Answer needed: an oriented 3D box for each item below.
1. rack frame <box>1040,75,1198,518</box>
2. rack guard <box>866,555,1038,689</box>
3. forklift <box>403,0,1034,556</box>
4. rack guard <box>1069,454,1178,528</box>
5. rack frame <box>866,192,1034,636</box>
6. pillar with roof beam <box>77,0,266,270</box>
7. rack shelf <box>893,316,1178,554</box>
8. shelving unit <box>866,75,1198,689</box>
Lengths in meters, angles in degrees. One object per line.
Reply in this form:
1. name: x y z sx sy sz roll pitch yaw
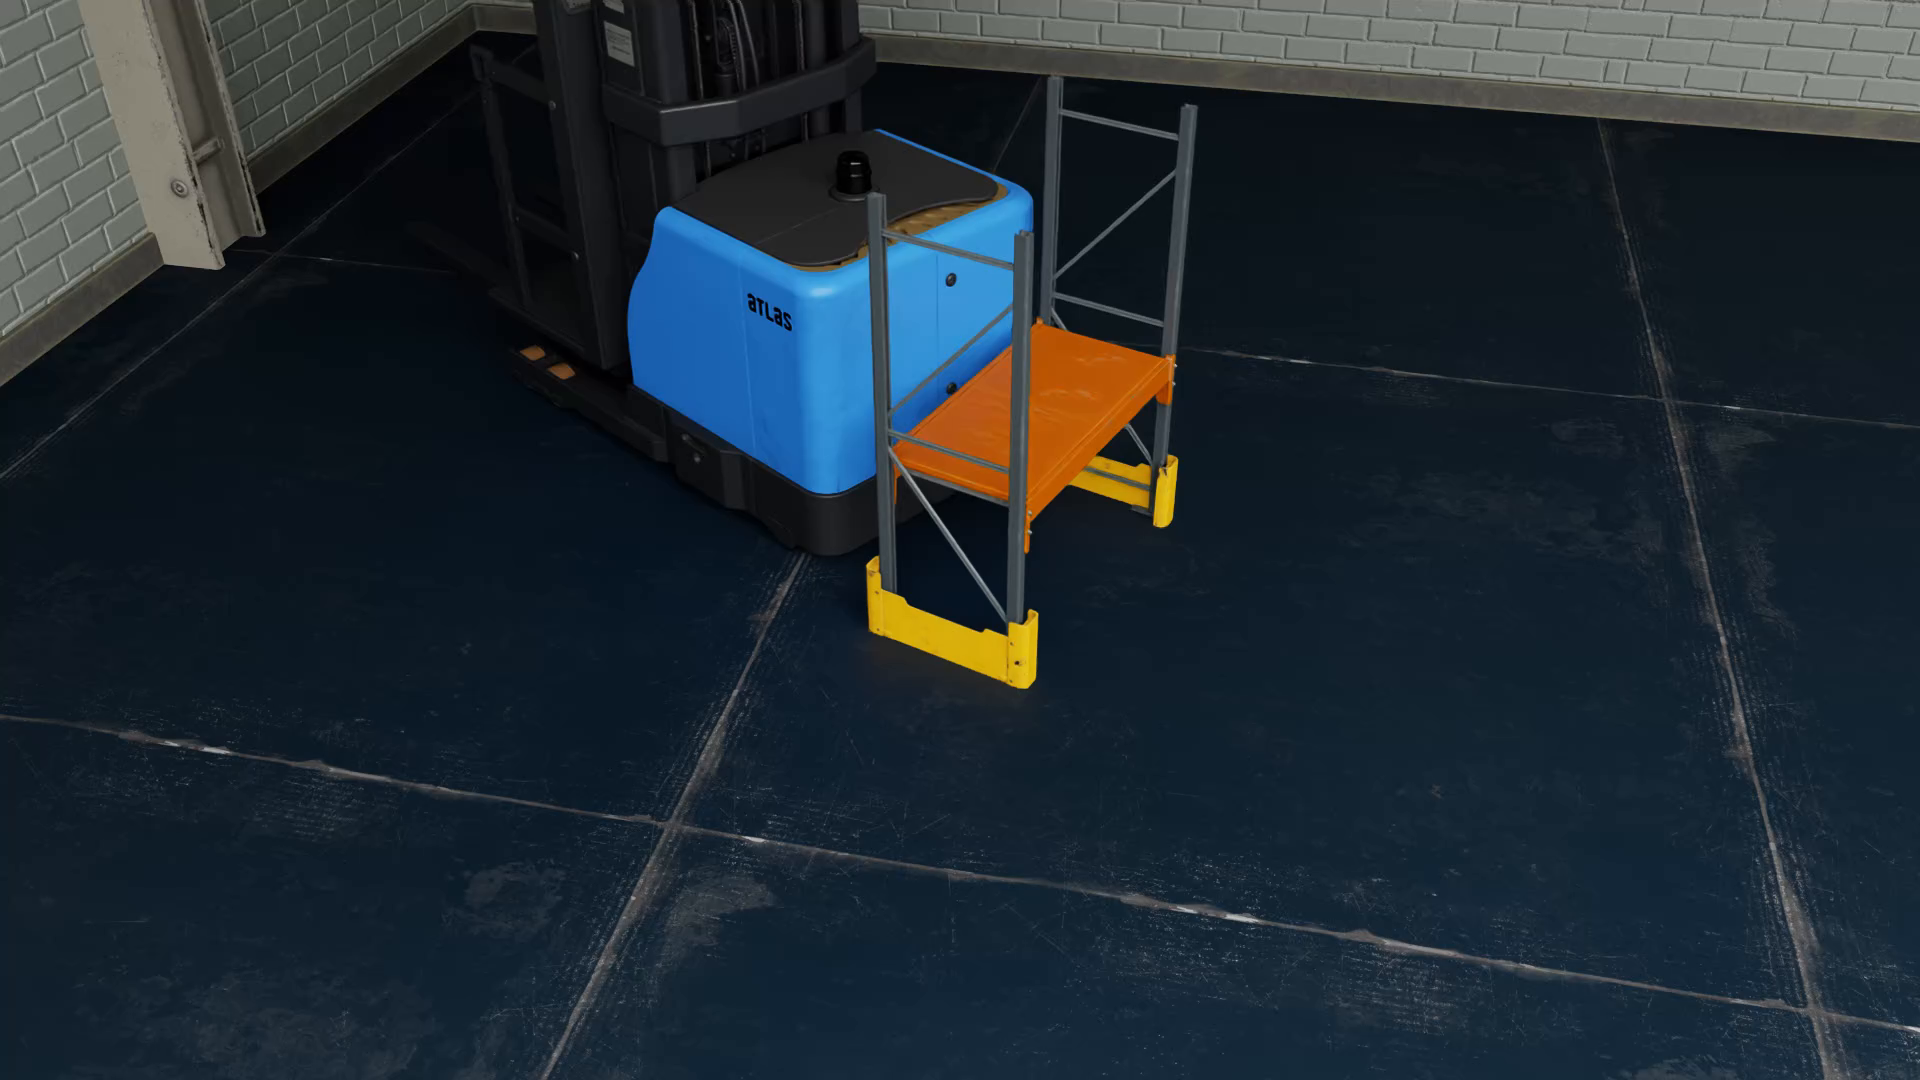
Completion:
1. rack frame: 0.493 -0.763 5.525 0.500 1.500 0.032 19 40 25
2. rack guard: -0.029 0.254 5.187 0.587 0.250 0.087 19 40 25
3. forklift: -1.133 -1.895 5.868 1.130 2.935 3.031 -30 46 -35
4. rack guard: 0.483 -0.247 5.878 0.587 0.250 0.087 19 40 25
5. rack frame: -0.030 -0.252 4.819 0.500 1.500 0.032 19 40 25
6. pillar with roof beam: 0.795 -4.441 4.209 9.100 9.000 0.400 7 37 10
7. rack shelf: 0.232 -0.362 5.278 0.538 0.185 1.000 19 40 25
8. shelving unit: 0.227 -0.503 5.166 0.587 1.500 1.083 19 40 25
